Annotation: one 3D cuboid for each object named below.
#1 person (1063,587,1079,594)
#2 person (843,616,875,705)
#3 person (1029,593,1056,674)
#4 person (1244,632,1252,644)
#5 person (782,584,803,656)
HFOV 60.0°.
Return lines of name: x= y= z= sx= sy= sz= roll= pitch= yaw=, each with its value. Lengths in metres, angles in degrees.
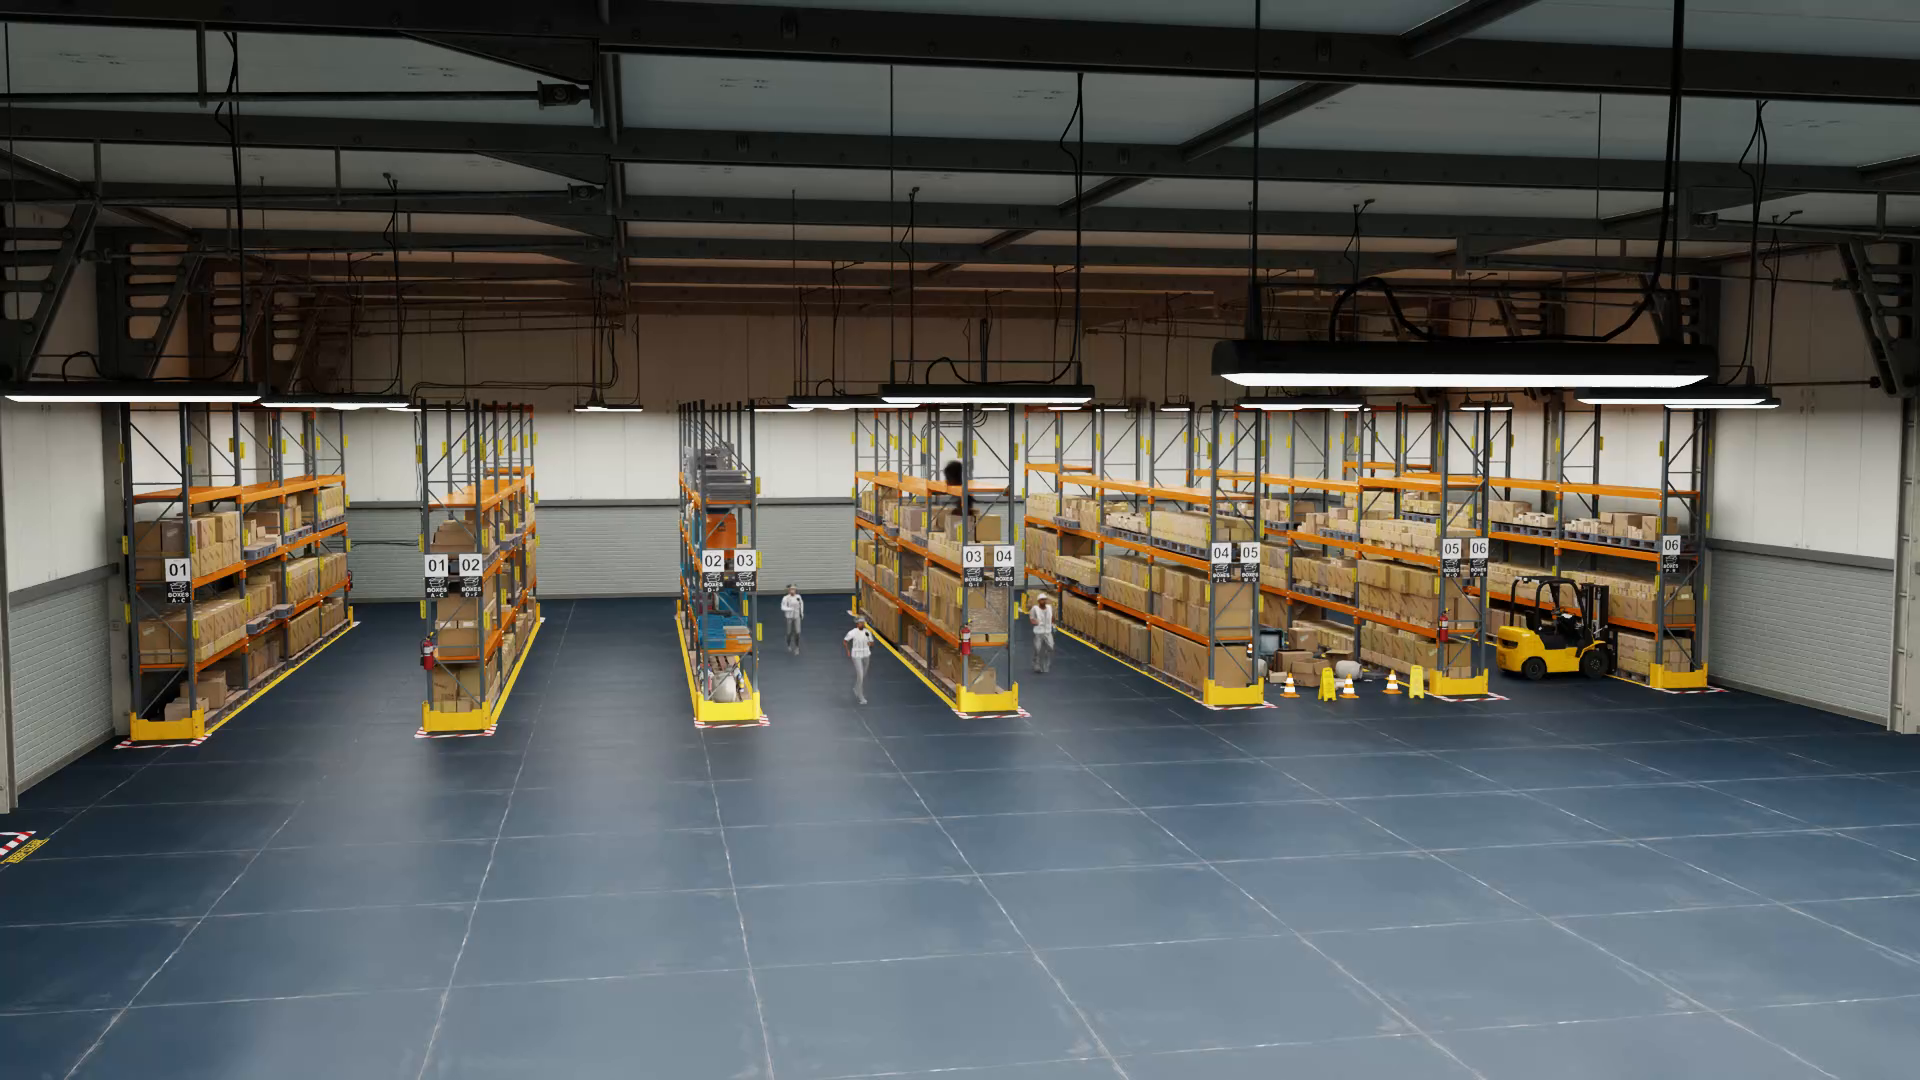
person: x=3.360 y=1.190 z=49.724 sx=0.649 sy=1.589 sz=0.614 roll=0 pitch=4 yaw=-3
person: x=-1.993 y=2.364 z=33.170 sx=0.571 sy=1.738 sz=0.843 roll=-2 pitch=5 yaw=-29
person: x=1.844 y=2.065 z=36.743 sx=0.665 sy=1.783 sz=0.793 roll=-1 pitch=4 yaw=-17
person: x=6.988 y=1.801 z=41.391 sx=0.532 sy=1.616 sz=0.904 roll=-2 pitch=5 yaw=-27
person: x=-3.988 y=1.892 z=39.660 sx=0.570 sy=1.738 sz=0.812 roll=-1 pitch=4 yaw=-15
